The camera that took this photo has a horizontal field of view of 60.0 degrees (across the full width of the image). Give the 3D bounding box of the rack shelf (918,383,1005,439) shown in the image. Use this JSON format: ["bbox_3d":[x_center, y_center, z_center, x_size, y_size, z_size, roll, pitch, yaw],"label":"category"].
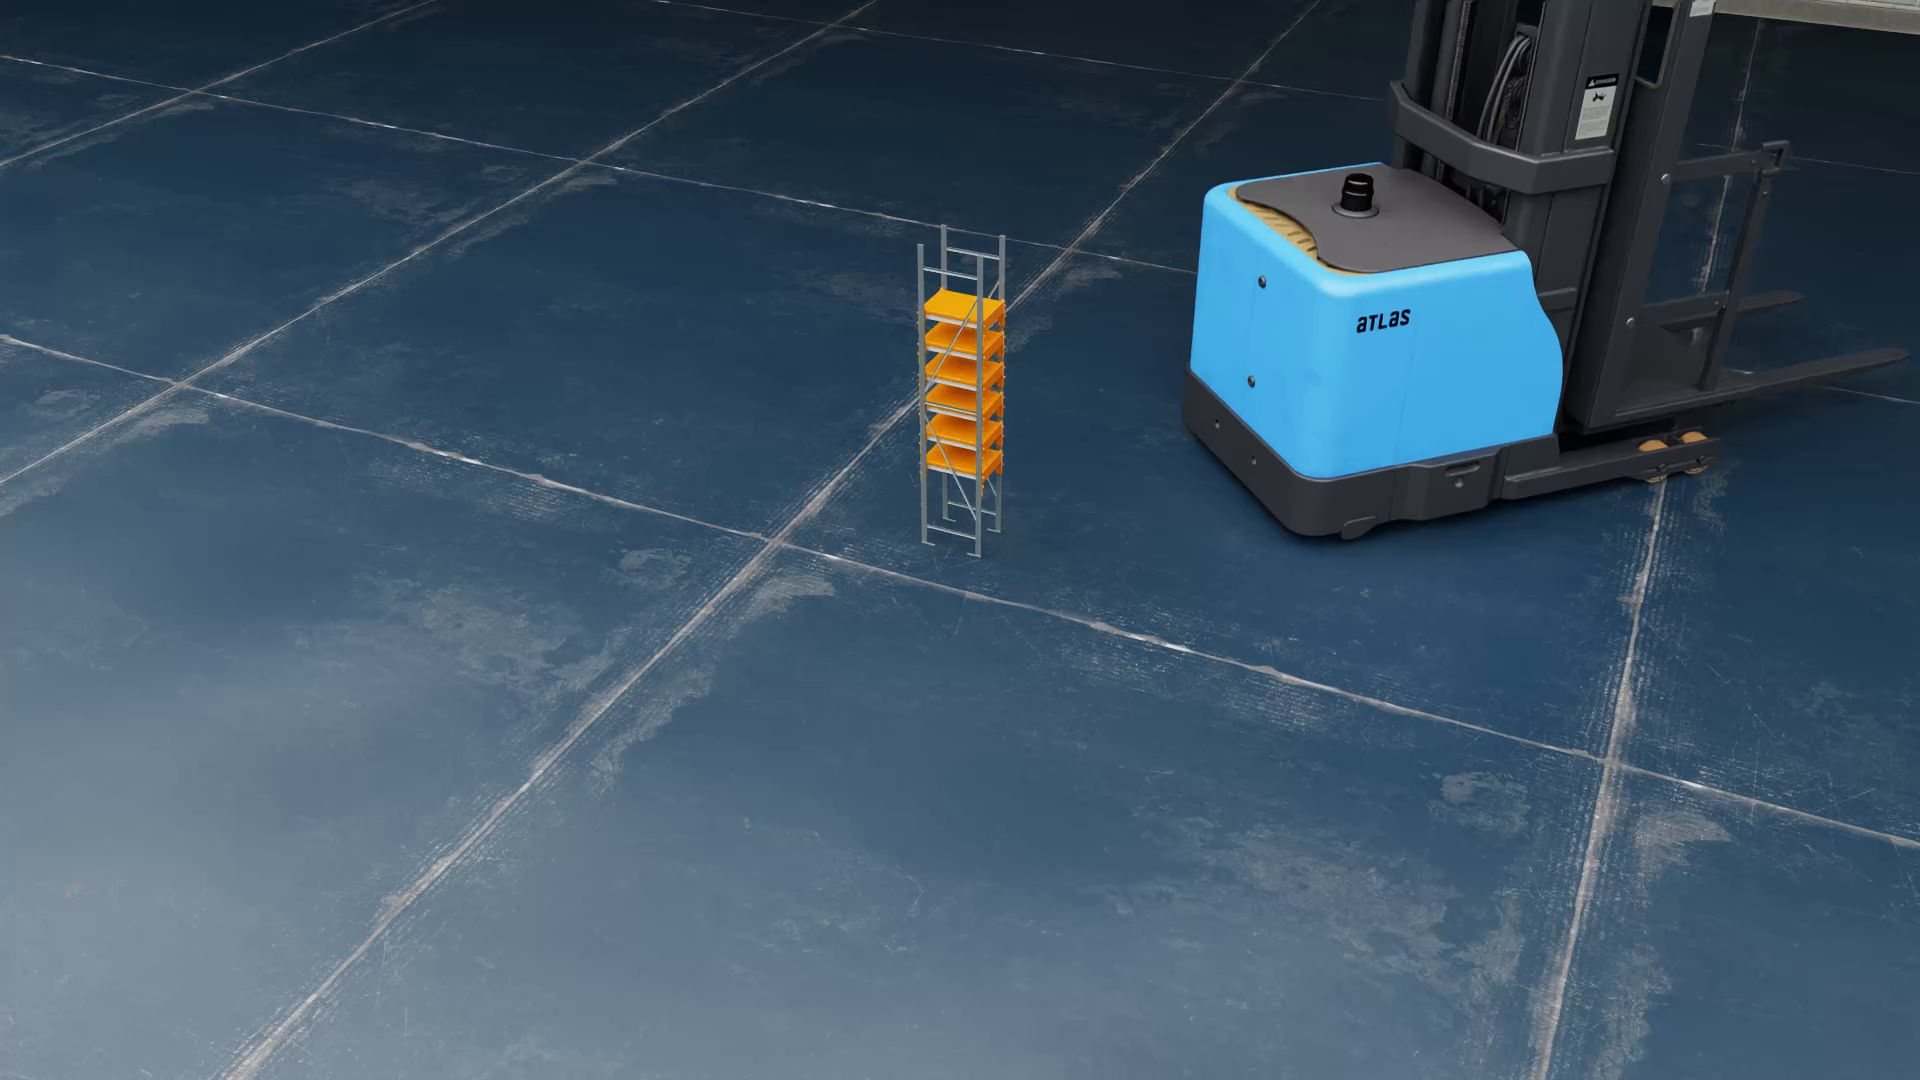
[{"bbox_3d":[0.006,-0.472,5.956,0.258,0.103,0.180,14,36,20],"label":"rack shelf"}]

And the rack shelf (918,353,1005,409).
[{"bbox_3d":[0.006,-0.572,5.891,0.258,0.103,0.180,14,36,20],"label":"rack shelf"}]

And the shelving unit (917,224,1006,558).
[{"bbox_3d":[0.006,-0.509,5.932,0.258,1.200,0.189,14,36,20],"label":"shelving unit"}]

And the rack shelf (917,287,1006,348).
[{"bbox_3d":[0.006,-0.773,5.759,0.258,0.103,0.180,14,36,20],"label":"rack shelf"}]

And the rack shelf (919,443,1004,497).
[{"bbox_3d":[0.006,-0.271,6.088,0.258,0.103,0.180,14,36,20],"label":"rack shelf"}]

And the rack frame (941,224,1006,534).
[{"bbox_3d":[0.044,-0.555,6.001,0.240,1.200,0.006,14,36,20],"label":"rack frame"}]

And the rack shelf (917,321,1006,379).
[{"bbox_3d":[0.006,-0.673,5.825,0.258,0.103,0.180,14,36,20],"label":"rack shelf"}]

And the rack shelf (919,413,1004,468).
[{"bbox_3d":[0.006,-0.371,6.022,0.258,0.103,0.180,14,36,20],"label":"rack shelf"}]

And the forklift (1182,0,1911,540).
[{"bbox_3d":[2.493,-1.714,6.191,3.031,2.935,1.130,-11,35,-17],"label":"forklift"}]

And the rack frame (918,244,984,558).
[{"bbox_3d":[-0.032,-0.463,5.862,0.240,1.200,0.006,14,36,20],"label":"rack frame"}]
